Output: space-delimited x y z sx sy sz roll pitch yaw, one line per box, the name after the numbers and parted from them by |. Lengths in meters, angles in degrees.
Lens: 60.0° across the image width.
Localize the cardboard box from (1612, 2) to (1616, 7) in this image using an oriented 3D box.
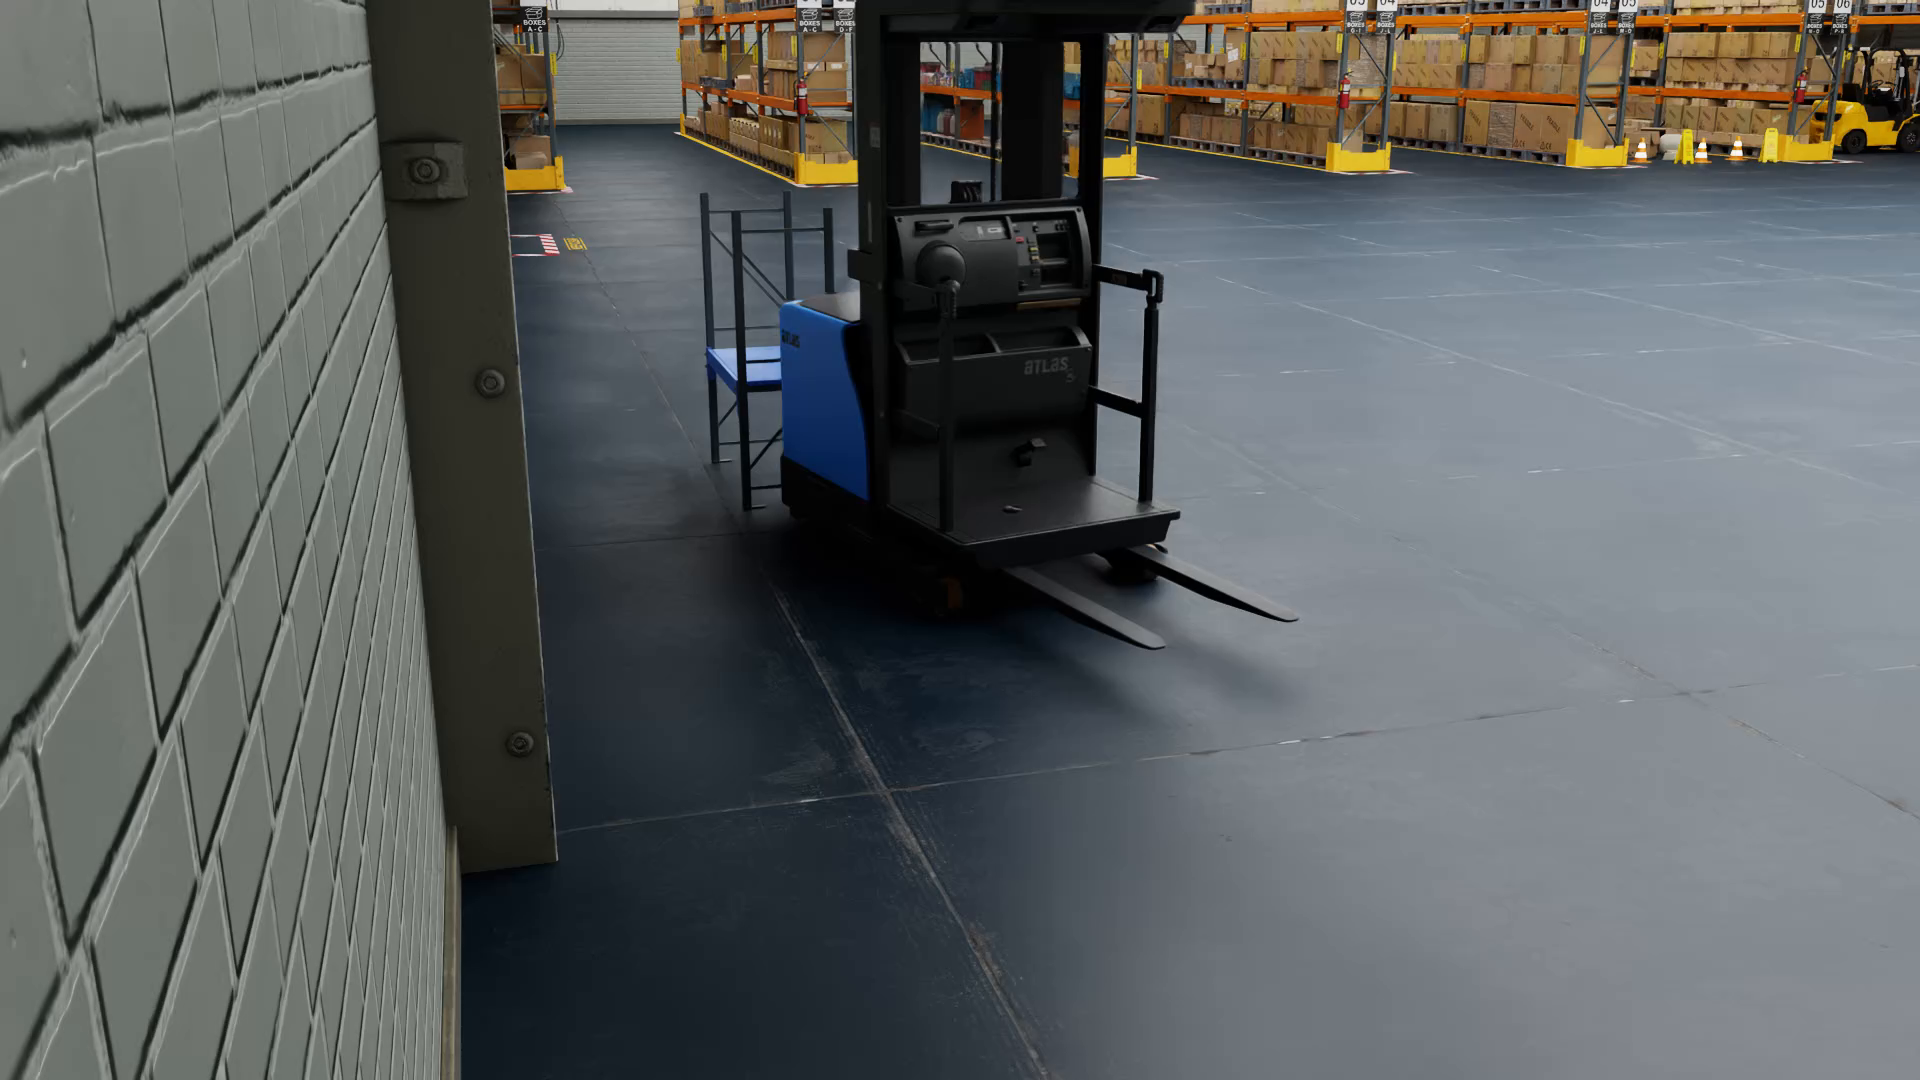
15.120 -12.295 38.275 0.797 0.503 0.637 -5 17 -15 | cardboard box

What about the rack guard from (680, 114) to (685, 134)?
-6.559 -10.658 42.563 1.175 0.500 0.348 -5 17 -15 | rack guard

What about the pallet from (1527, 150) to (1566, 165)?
11.845 -7.476 32.473 1.003 0.211 1.213 -5 17 -15 | pallet

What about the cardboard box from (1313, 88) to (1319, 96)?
6.826 -8.379 31.069 0.380 0.149 0.250 -5 17 -15 | cardboard box

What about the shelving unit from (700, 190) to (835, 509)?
-1.017 -1.039 8.805 0.538 1.500 1.048 -5 17 -16 | shelving unit

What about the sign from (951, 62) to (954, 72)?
-0.187 -11.335 39.994 0.100 0.325 0.005 -5 17 -15 | sign

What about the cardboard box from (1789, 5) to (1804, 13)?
16.505 -10.409 32.612 0.380 0.149 0.250 -5 17 -15 | cardboard box

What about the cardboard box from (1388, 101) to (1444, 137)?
10.266 -9.516 37.598 1.050 0.750 0.750 -4 17 -14 | cardboard box

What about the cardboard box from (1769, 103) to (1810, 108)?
19.975 -10.146 39.912 0.875 0.625 0.625 -5 18 -18 | cardboard box

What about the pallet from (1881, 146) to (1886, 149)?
20.722 -8.957 37.403 1.003 0.211 1.213 -5 17 -15 | pallet

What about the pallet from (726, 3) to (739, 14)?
-4.109 -10.828 33.901 1.213 0.211 1.003 -4 17 -13 | pallet

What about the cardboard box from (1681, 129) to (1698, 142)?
15.833 -8.675 35.668 0.500 0.250 0.500 -4 17 -12 | cardboard box

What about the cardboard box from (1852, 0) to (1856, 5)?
20.111 -12.339 37.854 0.500 0.311 0.500 -5 18 -17 | cardboard box

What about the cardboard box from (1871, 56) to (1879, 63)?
20.451 -10.694 37.037 0.380 0.149 0.250 -4 17 -14 | cardboard box

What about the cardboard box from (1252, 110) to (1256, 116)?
8.058 -11.477 44.654 0.380 0.149 0.250 -4 17 -12 | cardboard box

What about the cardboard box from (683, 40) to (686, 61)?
-6.560 -12.115 41.158 0.500 0.500 0.500 -5 17 -15 | cardboard box

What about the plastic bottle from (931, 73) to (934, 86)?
-0.605 -10.559 38.112 0.097 0.271 0.097 0 17 0 | plastic bottle

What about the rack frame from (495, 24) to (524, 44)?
-10.242 -10.377 37.283 1.000 3.000 0.127 -5 17 -15 | rack frame

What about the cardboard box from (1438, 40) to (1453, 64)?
10.755 -10.509 35.810 0.700 0.500 0.500 -5 17 -16 | cardboard box

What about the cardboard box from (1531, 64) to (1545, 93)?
11.789 -9.083 32.714 0.875 0.550 0.550 -5 17 -15 | cardboard box

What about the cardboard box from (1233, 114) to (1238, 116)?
7.730 -11.622 45.653 0.380 0.149 0.250 -5 17 -15 | cardboard box

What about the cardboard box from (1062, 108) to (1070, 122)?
3.199 -11.671 44.554 0.875 0.875 0.875 -5 17 -15 | cardboard box

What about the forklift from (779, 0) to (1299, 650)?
0.251 -1.233 6.963 1.130 2.935 3.031 -9 19 -27 | forklift

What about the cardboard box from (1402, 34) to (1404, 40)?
12.497 -13.940 46.105 0.380 0.149 0.250 -5 18 -17 | cardboard box

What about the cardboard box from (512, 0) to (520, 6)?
-6.796 -8.664 26.158 0.500 0.500 0.500 -4 17 -14 | cardboard box

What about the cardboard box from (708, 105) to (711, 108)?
-6.193 -10.758 42.134 0.500 0.500 0.500 -5 17 -15 | cardboard box

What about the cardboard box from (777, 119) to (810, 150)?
-2.905 -7.094 29.100 0.500 0.500 0.500 -5 17 -15 | cardboard box

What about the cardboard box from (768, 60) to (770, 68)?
-3.325 -8.756 30.586 0.380 0.149 0.250 -4 17 -14 | cardboard box

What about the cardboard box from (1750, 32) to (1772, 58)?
16.390 -9.950 33.432 0.700 0.500 0.500 -5 17 -15 | cardboard box

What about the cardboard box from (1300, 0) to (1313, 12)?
6.694 -9.991 31.044 0.500 0.250 0.500 -4 17 -14 | cardboard box

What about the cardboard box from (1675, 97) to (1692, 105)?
15.652 -9.452 35.824 0.380 0.149 0.250 -4 17 -14 | cardboard box

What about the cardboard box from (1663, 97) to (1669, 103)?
18.607 -11.567 43.732 0.380 0.149 0.250 -4 17 -13 | cardboard box

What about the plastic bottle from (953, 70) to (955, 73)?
-0.099 -10.857 38.967 0.144 0.351 0.185 -5 17 -15 | plastic bottle

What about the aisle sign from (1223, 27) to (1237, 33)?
7.435 -14.264 45.704 0.394 0.787 0.004 -5 17 -15 | aisle sign

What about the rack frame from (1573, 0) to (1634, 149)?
12.140 -8.596 31.356 1.000 3.000 0.127 -5 17 -15 | rack frame

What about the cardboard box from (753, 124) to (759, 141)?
-3.669 -7.799 31.775 0.500 0.311 0.500 -5 17 -15 | cardboard box

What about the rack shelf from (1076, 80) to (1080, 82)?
3.496 -11.760 43.139 1.077 0.370 4.000 -5 17 -15 | rack shelf

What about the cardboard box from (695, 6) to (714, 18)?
-5.870 -12.248 38.558 0.500 0.250 0.500 -5 17 -15 | cardboard box

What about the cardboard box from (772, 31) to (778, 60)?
-3.014 -8.964 30.150 0.700 0.500 0.500 -5 17 -15 | cardboard box

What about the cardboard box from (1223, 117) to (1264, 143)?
5.983 -8.657 35.139 0.700 0.500 0.500 -5 17 -16 | cardboard box

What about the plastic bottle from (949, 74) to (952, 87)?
-0.202 -10.140 36.696 0.061 0.283 0.133 -5 17 -15 | plastic bottle

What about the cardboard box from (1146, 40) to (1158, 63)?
4.783 -11.357 38.630 0.797 0.503 0.637 -4 17 -14 | cardboard box

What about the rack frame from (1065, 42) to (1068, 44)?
2.946 -12.658 44.877 1.000 3.000 0.127 -5 17 -15 | rack frame

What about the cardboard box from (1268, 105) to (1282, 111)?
8.314 -11.328 43.641 0.380 0.149 0.250 -4 17 -13 | cardboard box

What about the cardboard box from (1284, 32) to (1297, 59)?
6.547 -9.449 31.767 0.500 0.500 0.500 -5 17 -15 | cardboard box

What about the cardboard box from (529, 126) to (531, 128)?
-8.554 -7.663 31.829 0.700 0.500 0.500 -4 17 -15 | cardboard box

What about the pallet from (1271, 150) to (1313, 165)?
6.802 -7.482 32.494 1.003 0.211 1.213 -5 17 -15 | pallet

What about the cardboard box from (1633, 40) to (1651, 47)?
15.227 -11.124 37.221 0.380 0.149 0.250 -5 17 -17 | cardboard box

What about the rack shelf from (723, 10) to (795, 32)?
-3.831 -10.202 32.737 1.077 0.370 4.000 -5 17 -15 | rack shelf

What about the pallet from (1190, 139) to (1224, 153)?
5.690 -8.556 36.070 1.003 0.211 1.213 -5 17 -15 | pallet

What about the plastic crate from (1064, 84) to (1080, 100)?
2.156 -7.884 29.244 0.499 0.251 0.616 -5 17 -15 | plastic crate

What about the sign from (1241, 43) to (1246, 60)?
5.711 -9.848 33.511 0.100 0.325 0.005 -5 17 -15 | sign

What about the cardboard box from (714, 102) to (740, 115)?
-5.169 -9.574 36.886 0.500 0.250 0.500 -5 17 -16 | cardboard box

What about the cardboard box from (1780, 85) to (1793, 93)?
16.563 -8.982 33.076 0.380 0.149 0.250 -4 17 -13 | cardboard box

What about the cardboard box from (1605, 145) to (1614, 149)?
13.284 -8.064 34.335 0.396 0.266 0.258 -2 17 -6 | cardboard box

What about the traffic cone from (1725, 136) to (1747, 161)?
15.513 -7.818 33.173 0.336 0.463 0.334 -5 17 -15 | traffic cone
